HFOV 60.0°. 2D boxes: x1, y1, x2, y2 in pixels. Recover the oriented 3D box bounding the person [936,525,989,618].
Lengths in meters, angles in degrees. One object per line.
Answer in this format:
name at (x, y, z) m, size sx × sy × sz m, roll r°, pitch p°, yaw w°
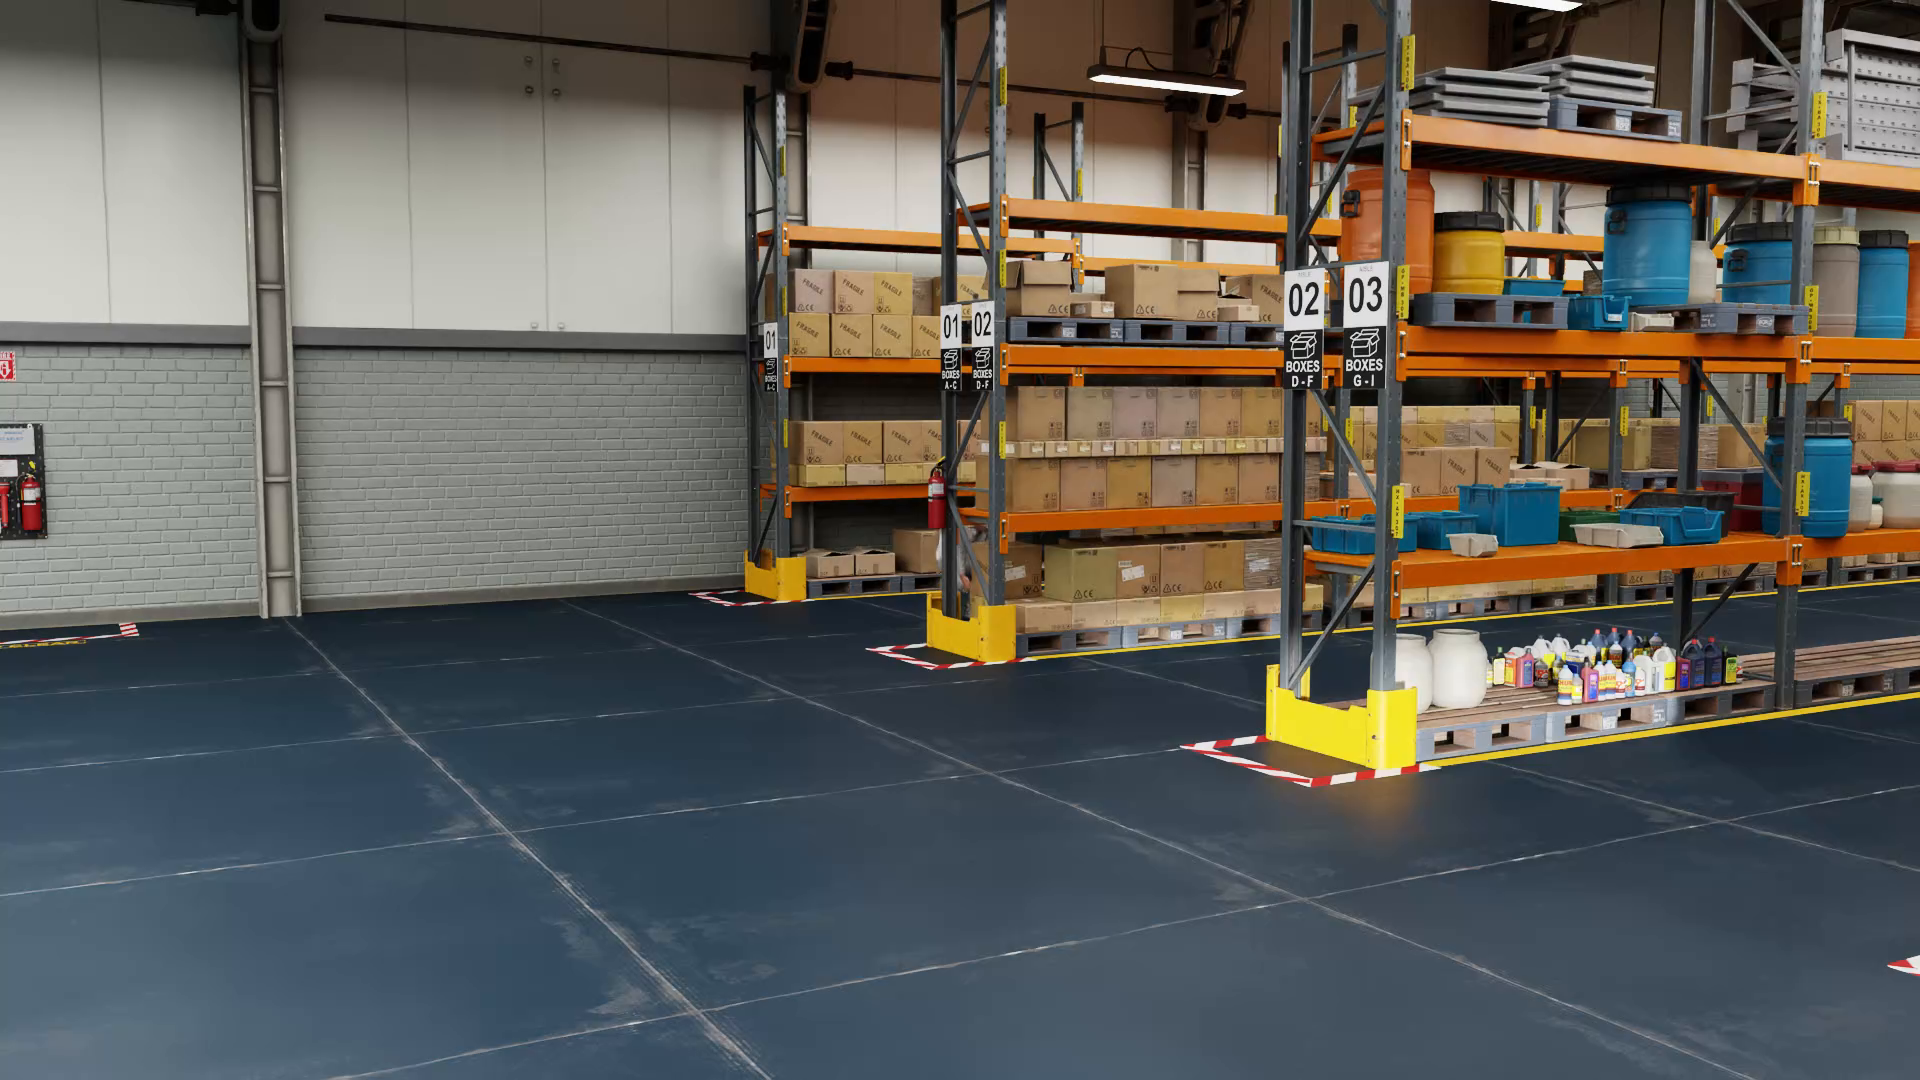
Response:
person at (0.113, 0.225, 17.543) m, size 0.579 × 1.249 × 0.837 m, roll -3°, pitch 6°, yaw -29°
